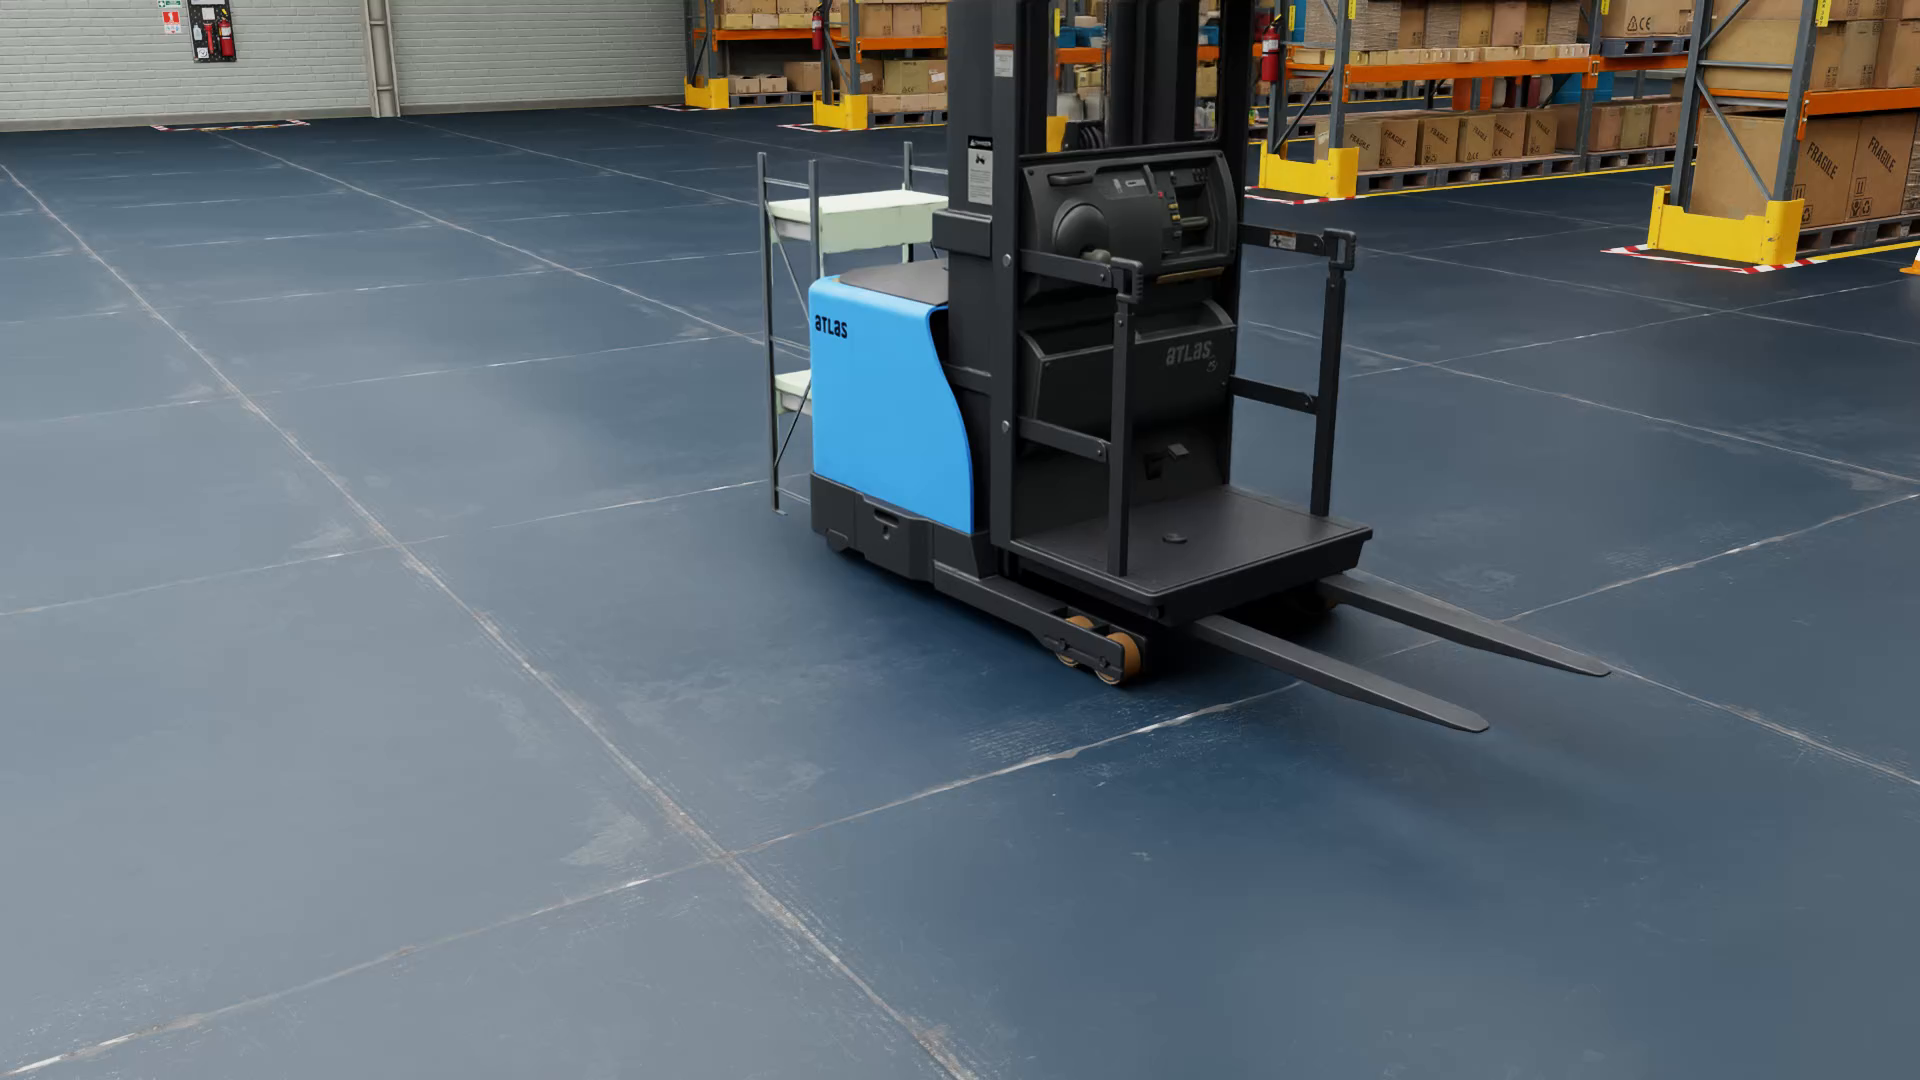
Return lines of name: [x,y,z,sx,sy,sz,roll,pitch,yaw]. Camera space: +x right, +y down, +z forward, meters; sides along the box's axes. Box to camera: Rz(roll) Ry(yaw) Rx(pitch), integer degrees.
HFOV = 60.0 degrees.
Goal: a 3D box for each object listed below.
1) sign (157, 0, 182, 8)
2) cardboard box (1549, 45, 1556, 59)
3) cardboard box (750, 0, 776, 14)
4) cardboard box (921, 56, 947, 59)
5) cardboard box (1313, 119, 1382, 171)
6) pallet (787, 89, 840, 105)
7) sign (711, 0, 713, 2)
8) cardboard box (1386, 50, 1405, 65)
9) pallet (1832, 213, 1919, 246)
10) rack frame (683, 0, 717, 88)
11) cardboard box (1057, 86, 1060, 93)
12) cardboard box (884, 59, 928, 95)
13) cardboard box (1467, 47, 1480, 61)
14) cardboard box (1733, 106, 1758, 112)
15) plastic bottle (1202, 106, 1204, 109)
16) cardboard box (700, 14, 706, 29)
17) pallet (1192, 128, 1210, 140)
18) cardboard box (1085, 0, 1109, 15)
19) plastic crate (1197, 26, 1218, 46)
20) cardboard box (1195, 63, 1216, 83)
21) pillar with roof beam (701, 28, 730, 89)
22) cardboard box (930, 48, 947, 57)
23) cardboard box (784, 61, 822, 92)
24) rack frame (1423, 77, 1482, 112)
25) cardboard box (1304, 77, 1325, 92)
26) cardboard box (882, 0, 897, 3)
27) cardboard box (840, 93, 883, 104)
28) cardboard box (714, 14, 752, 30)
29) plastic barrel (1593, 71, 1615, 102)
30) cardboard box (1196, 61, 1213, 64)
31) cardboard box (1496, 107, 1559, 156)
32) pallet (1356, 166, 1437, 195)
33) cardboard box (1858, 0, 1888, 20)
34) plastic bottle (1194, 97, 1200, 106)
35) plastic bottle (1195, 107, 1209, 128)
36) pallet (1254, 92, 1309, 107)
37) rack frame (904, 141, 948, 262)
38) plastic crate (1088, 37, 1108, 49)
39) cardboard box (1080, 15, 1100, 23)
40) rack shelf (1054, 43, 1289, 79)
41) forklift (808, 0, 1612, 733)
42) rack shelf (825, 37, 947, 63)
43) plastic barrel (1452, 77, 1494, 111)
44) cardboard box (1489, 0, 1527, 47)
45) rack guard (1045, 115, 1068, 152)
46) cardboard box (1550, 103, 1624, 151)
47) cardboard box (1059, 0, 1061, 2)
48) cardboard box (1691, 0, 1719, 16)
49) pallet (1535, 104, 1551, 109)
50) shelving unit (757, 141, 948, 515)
sign: [-12.042,-8.166,25.333,0.331,0.109,0.001,-12,22,-31]
cardboard box: [6.495,-5.522,18.786,0.250,0.149,0.380,-12,22,-31]
cardboard box: [-3.563,-9.479,29.130,0.500,0.500,0.500,-12,22,-31]
cardboard box: [-0.288,-7.466,26.612,0.500,0.500,0.500,-12,22,-31]
cardboard box: [4.158,-4.242,17.857,0.500,0.500,0.500,-8,20,-21]
pallet: [-2.766,-8.136,30.482,1.213,0.211,1.003,-12,22,-31]
sign: [-4.247,-9.362,28.401,0.005,0.325,0.100,-12,22,-31]
cardboard box: [4.433,-5.068,17.445,0.250,0.149,0.380,-12,22,-31]
pallet: [7.914,-2.832,14.792,1.213,0.211,1.003,-12,22,-31]
rack frame: [-4.545,-9.097,28.969,0.127,3.000,1.000,-12,22,-31]
cardboard box: [1.710,-7.524,27.954,0.500,0.250,0.500,-12,22,-32]
cardboard box: [-0.831,-7.148,25.670,0.500,0.500,0.500,-12,22,-31]
cardboard box: [5.439,-5.307,18.152,0.250,0.149,0.380,-12,22,-31]
cardboard box: [9.760,-5.432,21.345,0.500,0.500,0.700,-13,23,-34]
plastic bottle: [3.357,-5.815,22.815,0.133,0.283,0.061,-12,22,-31]
cardboard box: [-4.261,-9.169,29.387,0.500,0.250,0.500,-12,22,-31]
pallet: [2.641,-5.507,22.705,1.213,0.211,1.003,-12,22,-31]
cardboard box: [2.683,-10.721,33.121,0.500,0.500,0.500,-11,22,-30]
plastic crate: [3.469,-6.813,22.447,0.616,0.251,0.499,-12,22,-31]
cardboard box: [4.131,-8.092,28.759,0.500,0.311,0.500,-12,22,-32]
pillar with roof beam: [-2.069,-11.142,25.651,0.400,9.000,9.100,-12,22,-31]
cardboard box: [-0.233,-9.393,31.892,0.500,0.250,0.500,-12,22,-33]
cardboard box: [-2.801,-8.435,30.228,0.500,0.500,0.700,-14,23,-35]
rack frame: [7.585,-7.856,25.299,0.127,3.000,1.000,-12,22,-31]
cardboard box: [6.257,-8.390,30.095,0.500,0.500,0.500,-12,22,-32]
cardboard box: [-1.152,-8.186,25.105,0.250,0.149,0.380,-13,22,-33]
cardboard box: [-1.532,-6.842,25.938,0.500,0.250,0.500,-12,22,-31]
cardboard box: [-3.963,-9.036,28.993,0.500,0.250,0.500,-13,22,-33]
plastic barrel: [10.462,-7.674,27.382,0.708,0.901,0.600,-12,22,-31]
cardboard box: [4.265,-8.330,29.462,0.500,0.311,0.500,-11,22,-30]
cardboard box: [6.612,-4.782,19.452,0.500,0.500,0.500,-13,22,-33]
pallet: [4.389,-3.948,18.093,1.213,0.211,1.003,-12,22,-31]
cardboard box: [7.011,-4.537,13.560,0.550,0.550,0.875,-12,22,-31]
plastic bottle: [3.342,-6.074,23.476,0.185,0.351,0.144,-11,22,-30]
plastic bottle: [3.297,-5.761,22.667,0.135,0.276,0.152,-11,22,-30]
pallet: [5.508,-7.982,30.025,1.213,0.211,1.003,-12,22,-31]
rack frame: [-0.105,-0.936,7.170,0.023,1.500,0.400,-14,23,-36]
plastic crate: [1.828,-6.394,21.385,0.250,0.136,0.298,-12,22,-31]
cardboard box: [2.156,-8.617,27.761,0.258,0.266,0.396,-13,22,-33]
rack shelf: [2.574,-6.458,22.288,4.000,0.370,1.077,-12,22,-31]
forklift: [0.718,-1.102,5.428,1.130,2.935,3.031,-14,23,-36]
rack shelf: [-0.147,-7.784,26.209,4.000,0.370,1.077,-12,22,-31]
plastic barrel: [7.984,-7.118,25.847,0.708,0.830,0.600,-12,22,-31]
cardboard box: [5.759,-5.759,18.474,0.500,0.500,0.875,-12,22,-31]
rack guard: [0.941,-5.289,21.608,0.348,0.500,1.175,-12,22,-31]
cardboard box: [7.493,-4.953,19.929,0.500,0.500,0.700,-14,23,-36]
cardboard box: [1.414,-8.726,26.705,0.250,0.149,0.380,-12,22,-31]
cardboard box: [9.469,-6.547,20.614,0.500,0.500,0.700,-8,20,-23]
pallet: [9.238,-6.899,26.821,1.213,0.211,1.003,-12,22,-31]
shelving unit: [-0.391,-0.862,6.953,0.755,1.500,0.431,-14,23,-36]
